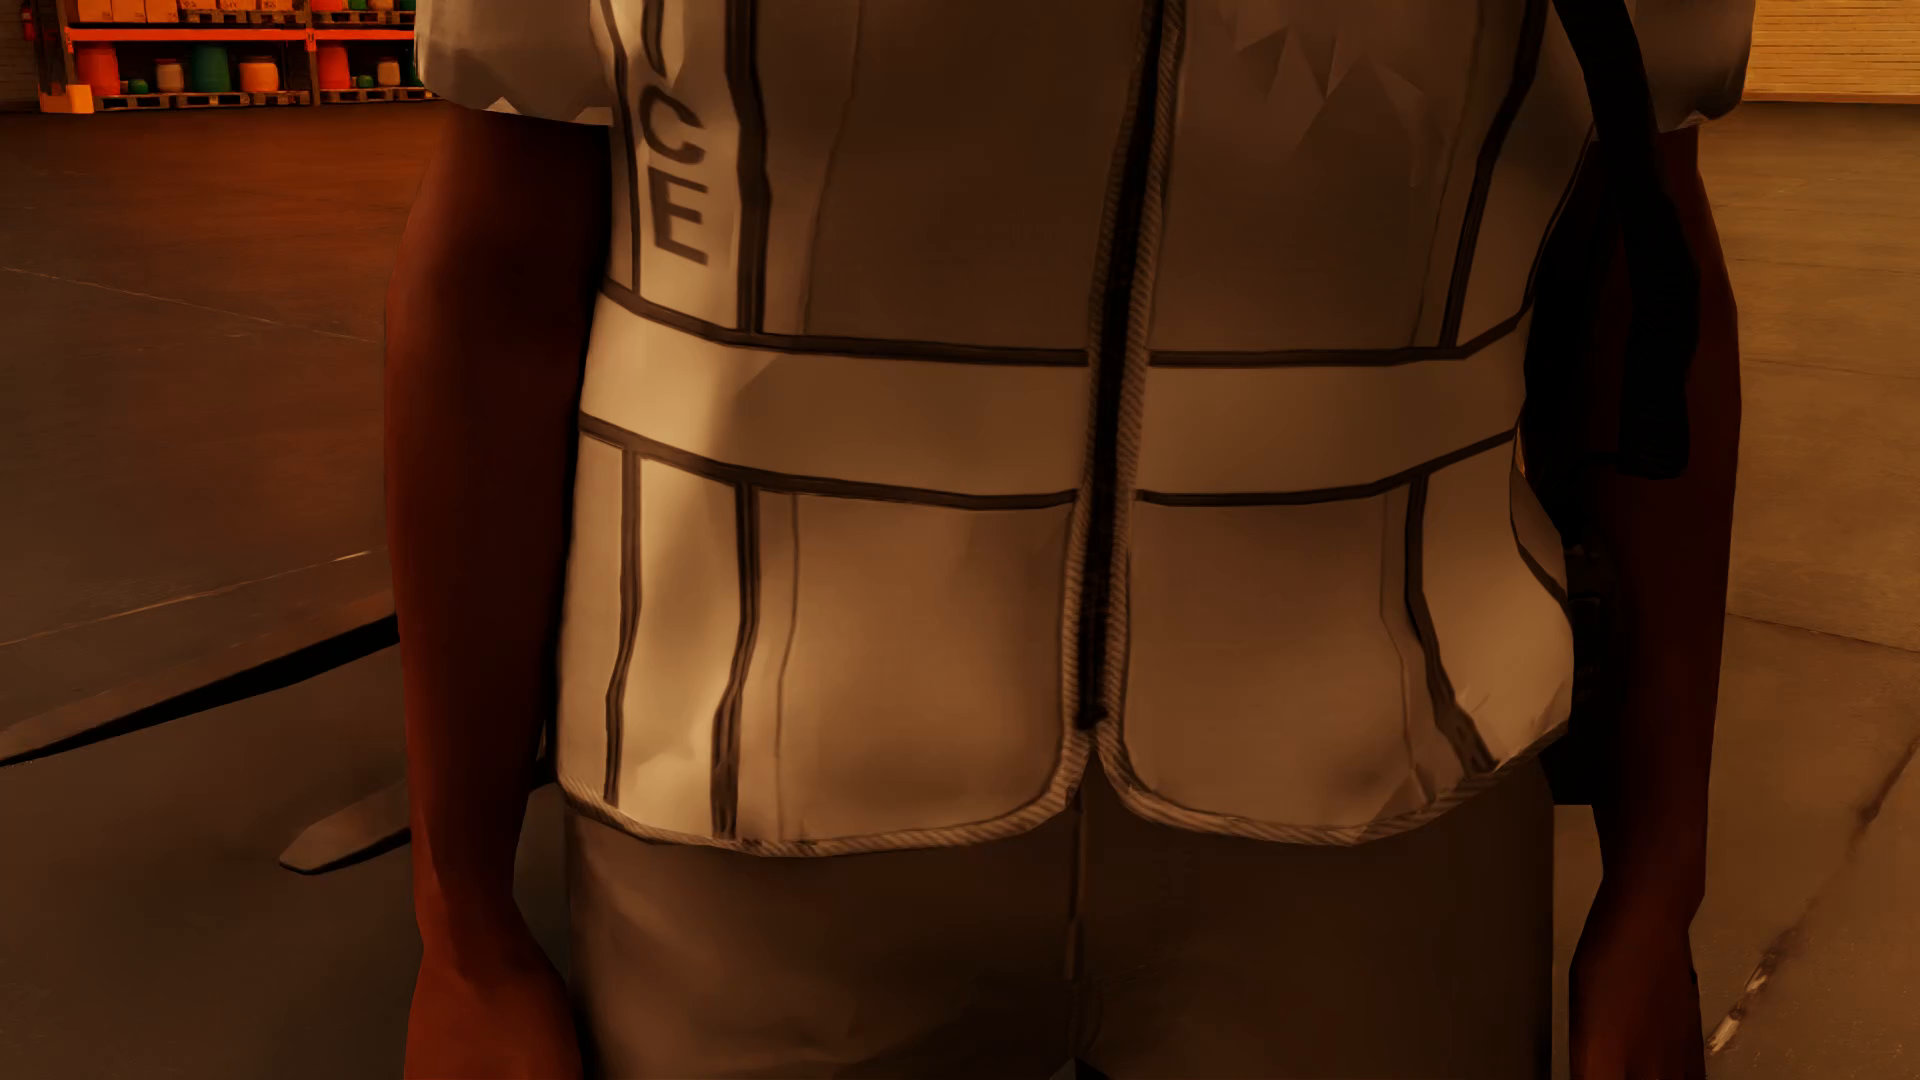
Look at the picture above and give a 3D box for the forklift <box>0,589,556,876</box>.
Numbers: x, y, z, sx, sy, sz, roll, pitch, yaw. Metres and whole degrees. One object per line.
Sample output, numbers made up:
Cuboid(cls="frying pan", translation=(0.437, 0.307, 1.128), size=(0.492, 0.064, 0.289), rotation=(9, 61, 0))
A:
Cuboid(cls="forklift", translation=(-0.299, -1.238, 2.973), size=(1.130, 2.935, 3.031), rotation=(9, 19, 28))
